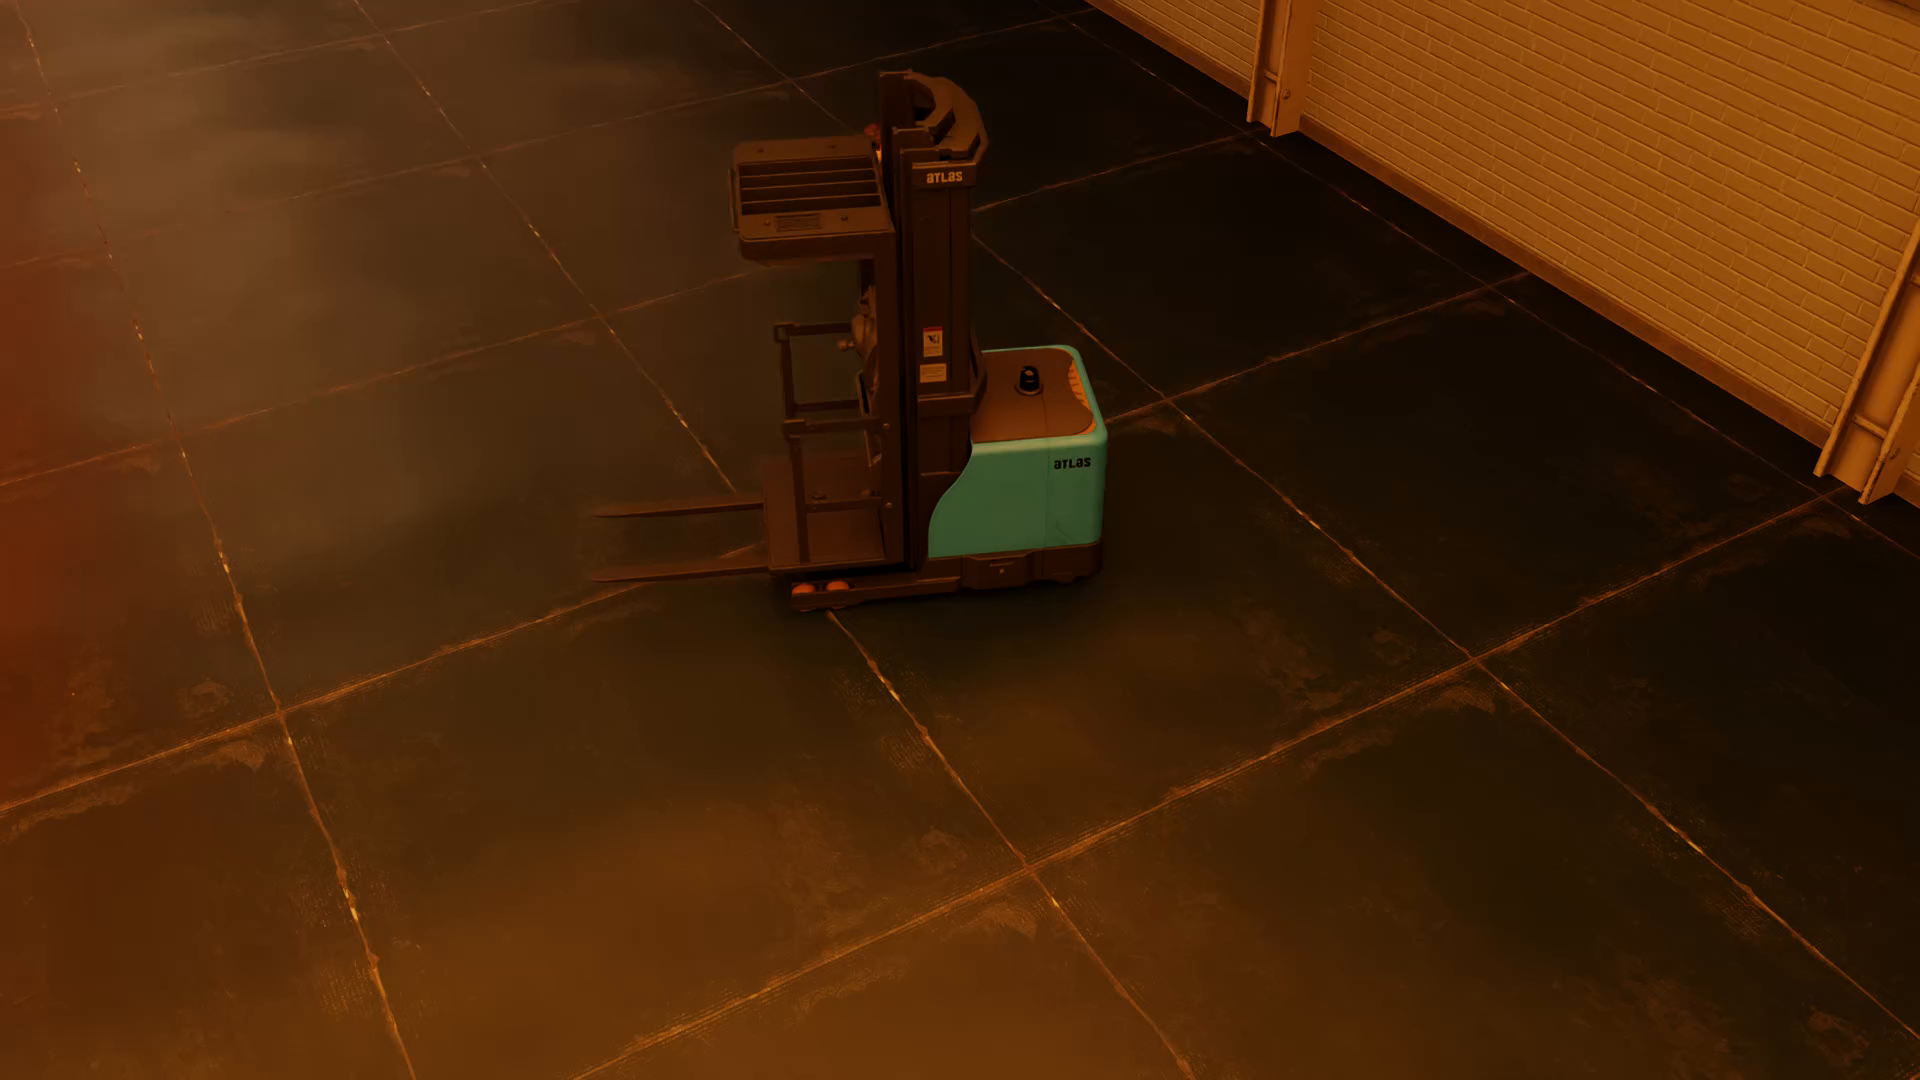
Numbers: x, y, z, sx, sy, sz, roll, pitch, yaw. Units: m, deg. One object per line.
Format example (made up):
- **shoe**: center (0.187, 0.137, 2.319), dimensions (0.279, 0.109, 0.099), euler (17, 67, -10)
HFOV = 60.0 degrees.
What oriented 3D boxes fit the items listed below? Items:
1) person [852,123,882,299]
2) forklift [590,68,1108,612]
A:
- **person**: center (-0.549, -2.088, 11.546), dimensions (0.417, 1.666, 0.605), euler (-10, 41, -12)
- **forklift**: center (-0.704, -1.066, 9.321), dimensions (3.031, 2.935, 1.130), euler (-5, 40, -6)
